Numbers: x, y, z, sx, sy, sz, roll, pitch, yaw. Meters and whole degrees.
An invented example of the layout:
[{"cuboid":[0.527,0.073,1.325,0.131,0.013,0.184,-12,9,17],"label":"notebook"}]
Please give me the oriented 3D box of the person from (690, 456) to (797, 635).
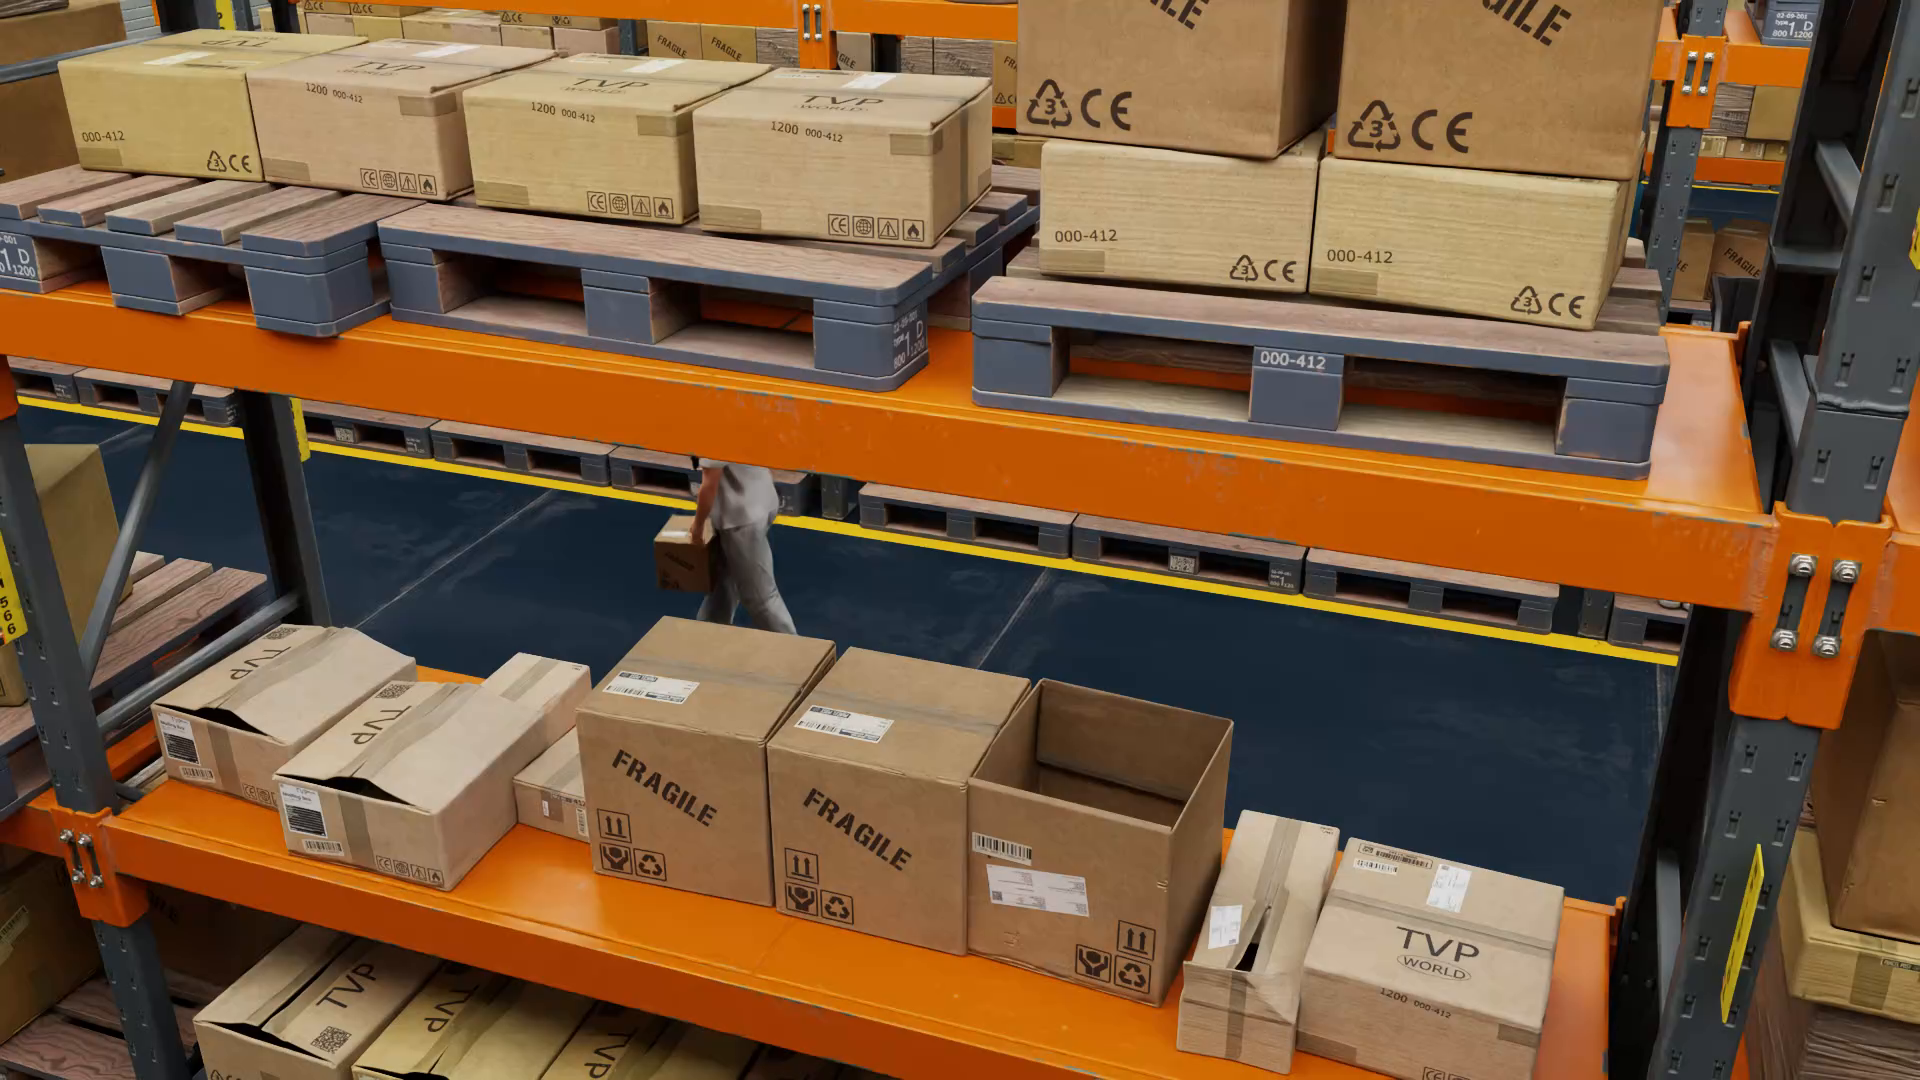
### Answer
[{"cuboid":[-1.055,-0.106,7.321,0.809,1.646,0.464,9,27,17],"label":"person"}]
